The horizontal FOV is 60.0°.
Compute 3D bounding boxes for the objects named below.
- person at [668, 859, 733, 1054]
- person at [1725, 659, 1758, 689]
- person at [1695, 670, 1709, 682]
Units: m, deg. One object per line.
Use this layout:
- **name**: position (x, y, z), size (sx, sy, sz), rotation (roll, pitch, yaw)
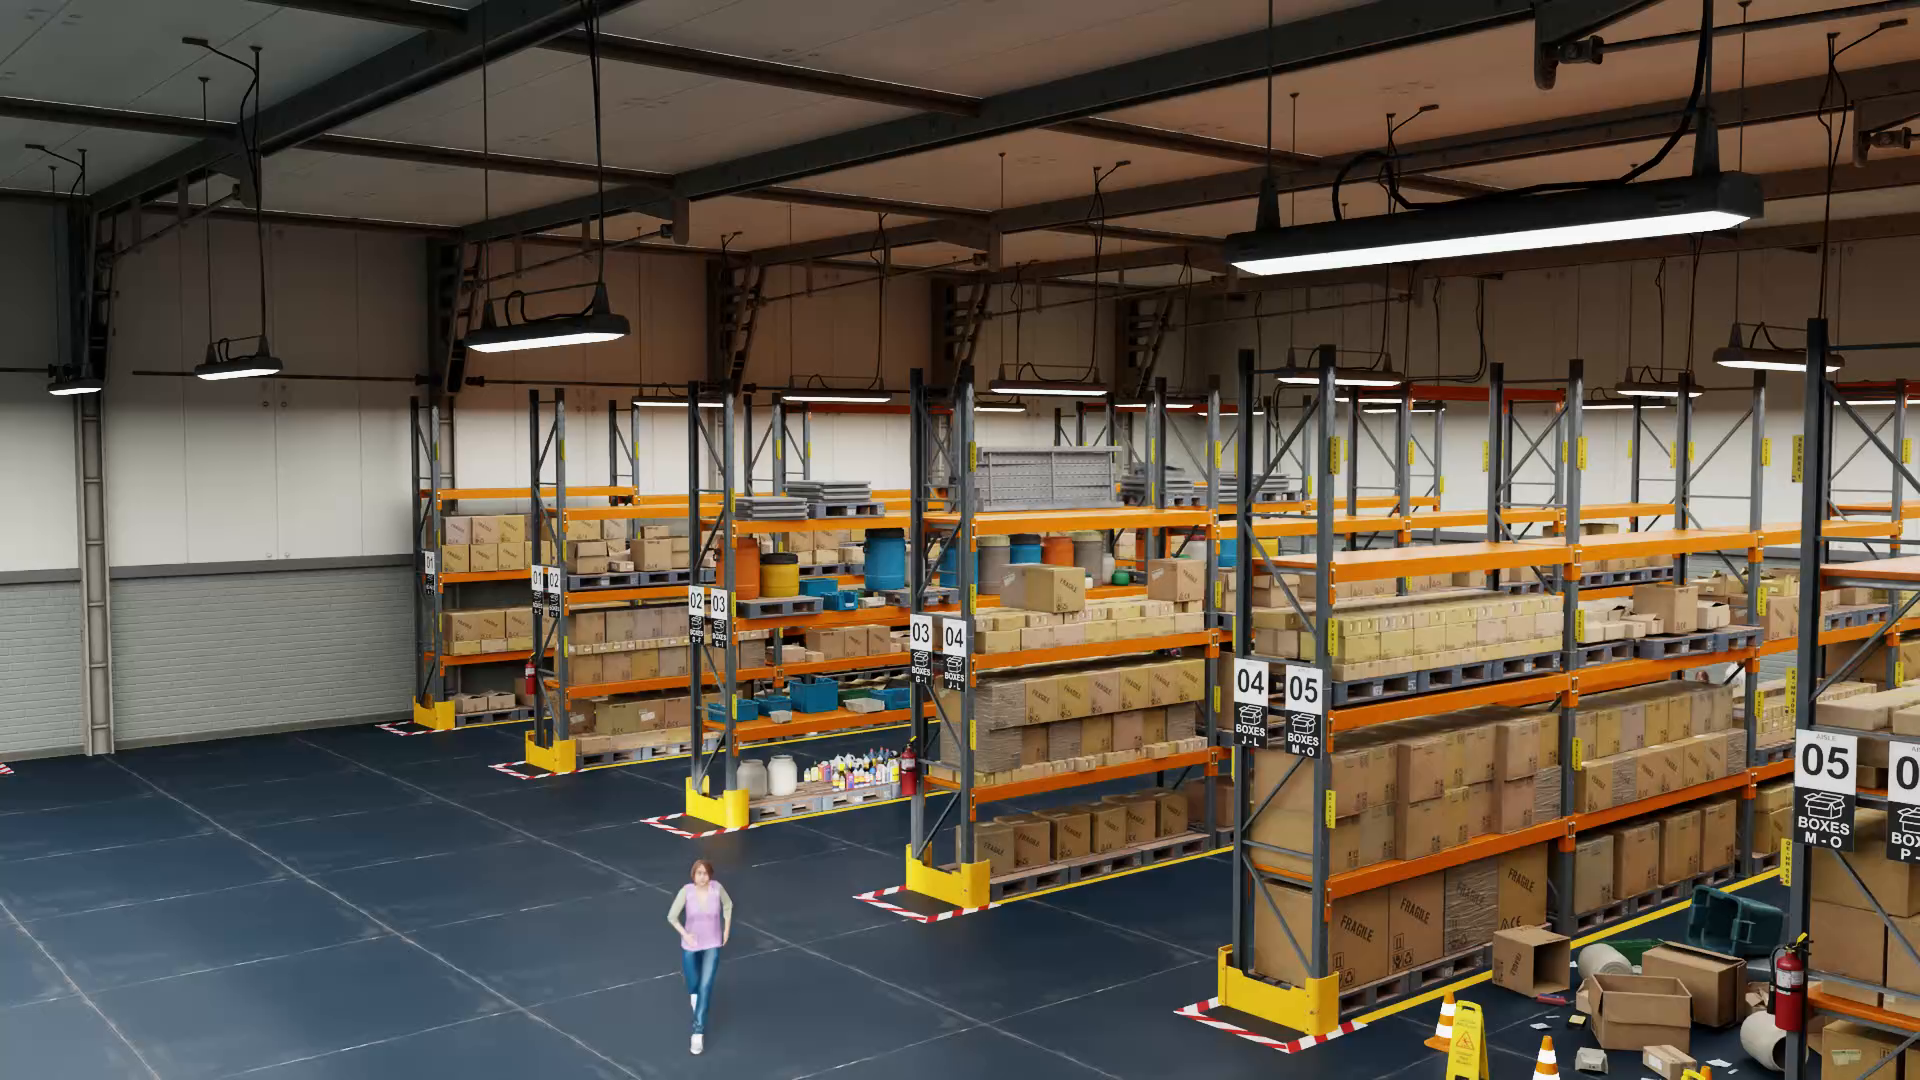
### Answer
- **person**: position (-2.248, 3.527, 14.434), size (0.566, 1.588, 0.873), rotation (-1, 3, -12)
- **person**: position (13.357, 2.695, 28.305), size (0.668, 1.629, 0.587), rotation (0, 3, 2)
- **person**: position (11.763, 2.830, 26.380), size (0.532, 1.555, 0.613), rotation (3, 5, 43)
